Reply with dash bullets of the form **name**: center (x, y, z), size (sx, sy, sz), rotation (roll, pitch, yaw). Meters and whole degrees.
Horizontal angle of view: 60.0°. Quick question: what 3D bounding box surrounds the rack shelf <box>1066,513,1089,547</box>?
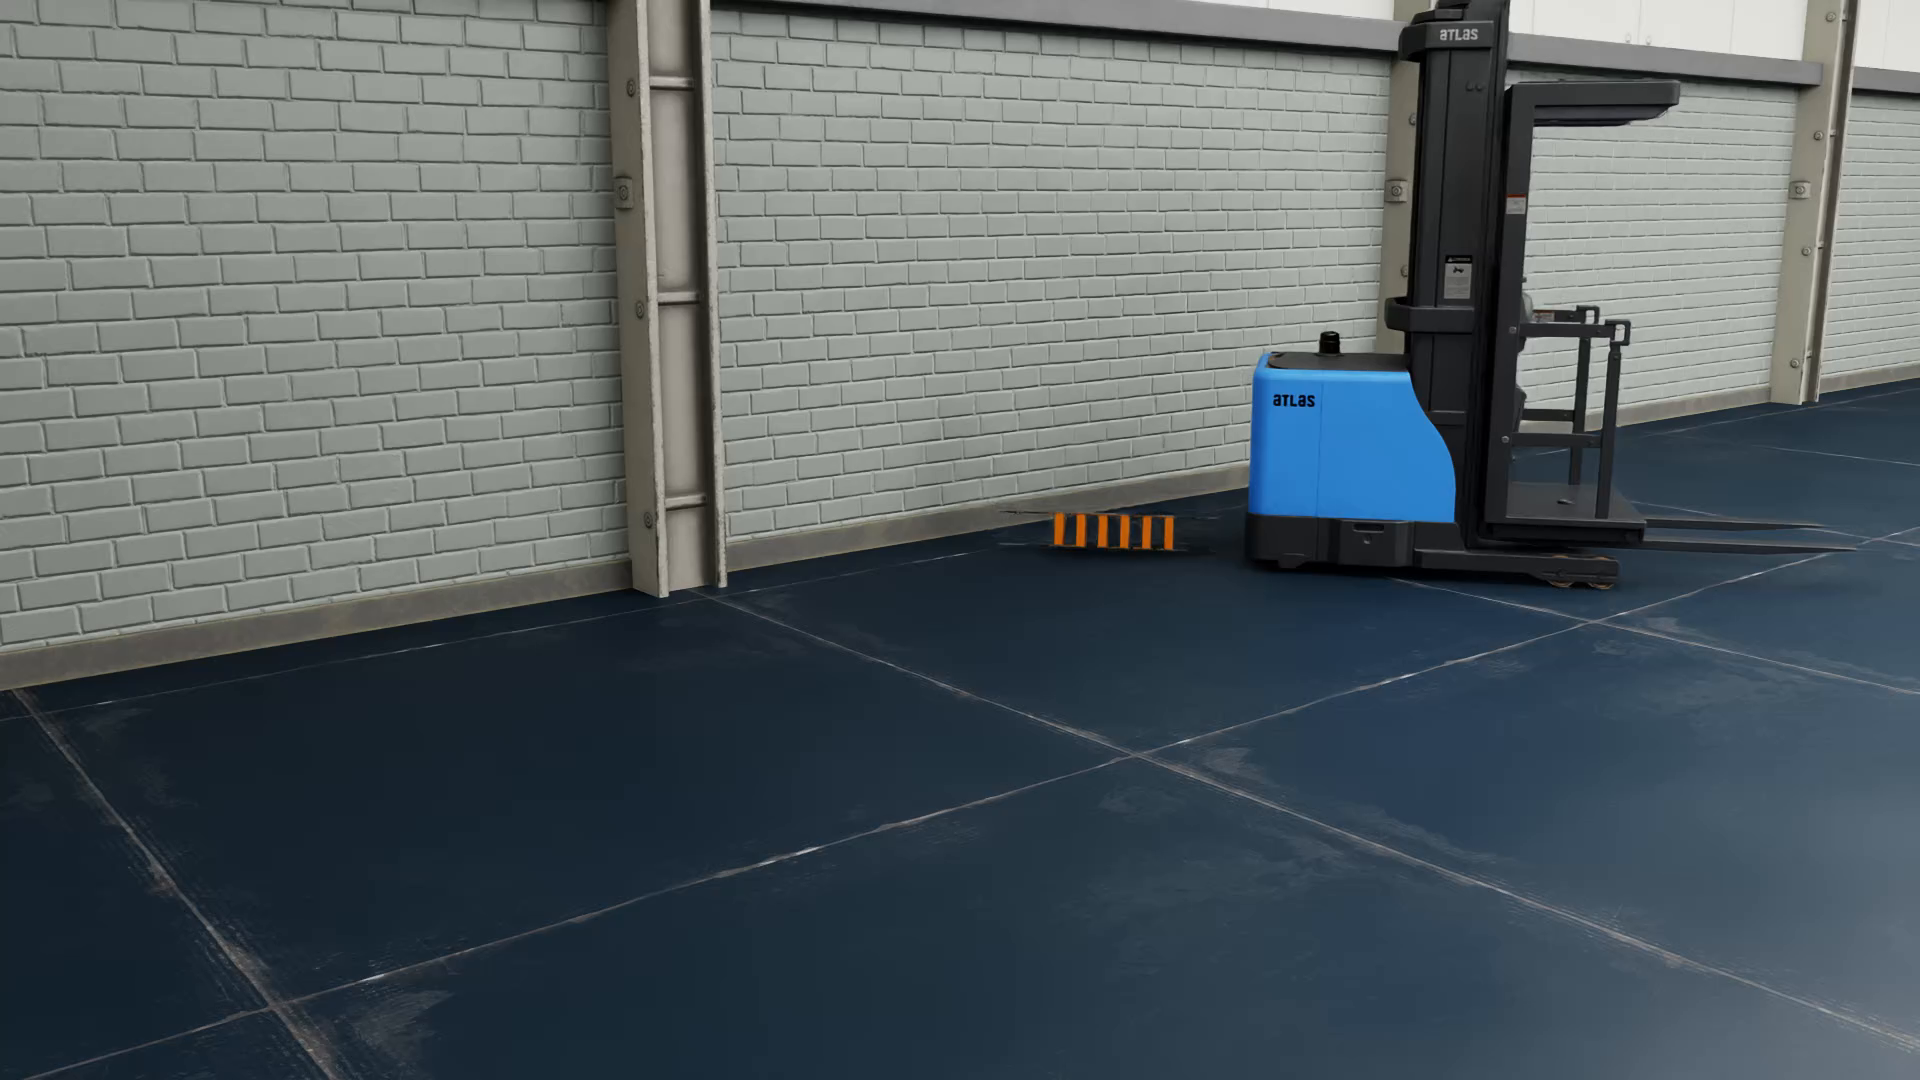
- **rack shelf**: center (0.654, -0.054, 9.239), size (0.103, 0.180, 0.258), rotation (2, -1, 7)

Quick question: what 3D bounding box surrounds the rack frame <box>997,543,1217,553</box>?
- **rack frame**: center (0.813, 0.043, 9.217), size (1.200, 0.006, 0.240), rotation (2, -1, 7)

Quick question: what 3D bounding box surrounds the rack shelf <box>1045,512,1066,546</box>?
- **rack shelf**: center (0.535, -0.058, 9.254), size (0.103, 0.180, 0.258), rotation (2, -1, 7)

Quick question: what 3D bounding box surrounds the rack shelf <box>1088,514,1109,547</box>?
- **rack shelf**: center (0.773, -0.050, 9.224), size (0.103, 0.180, 0.258), rotation (2, -1, 7)

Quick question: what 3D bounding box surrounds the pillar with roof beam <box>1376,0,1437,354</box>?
- **pillar with roof beam**: center (5.936, -4.245, 7.955), size (0.400, 9.000, 9.100), rotation (-9, 15, -38)

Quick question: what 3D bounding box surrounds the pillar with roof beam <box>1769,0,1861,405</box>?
- **pillar with roof beam**: center (10.621, -5.024, 11.622), size (0.400, 9.000, 9.100), rotation (-9, 15, -38)

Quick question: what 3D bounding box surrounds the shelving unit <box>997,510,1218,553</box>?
- **shelving unit**: center (0.817, -0.048, 9.218), size (1.200, 0.189, 0.258), rotation (2, -1, 7)

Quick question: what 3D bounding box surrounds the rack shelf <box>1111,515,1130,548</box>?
- **rack shelf**: center (0.892, -0.045, 9.208), size (0.103, 0.180, 0.258), rotation (2, -1, 7)

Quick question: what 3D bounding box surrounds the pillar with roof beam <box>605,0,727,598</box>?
- **pillar with roof beam**: center (1.251, -3.466, 4.289), size (0.400, 9.000, 9.100), rotation (-9, 15, -38)

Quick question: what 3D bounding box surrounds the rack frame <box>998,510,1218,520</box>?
- **rack frame**: center (0.820, -0.139, 9.219), size (1.200, 0.006, 0.240), rotation (2, -1, 7)

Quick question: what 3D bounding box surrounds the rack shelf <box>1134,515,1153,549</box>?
- **rack shelf**: center (1.011, -0.041, 9.193), size (0.103, 0.180, 0.258), rotation (2, -1, 7)

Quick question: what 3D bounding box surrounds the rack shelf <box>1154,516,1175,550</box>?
- **rack shelf**: center (1.130, -0.037, 9.178), size (0.103, 0.180, 0.258), rotation (2, -1, 7)

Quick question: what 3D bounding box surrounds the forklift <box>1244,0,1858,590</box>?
- **forklift**: center (3.092, -1.303, 8.709), size (3.031, 2.935, 1.130), rotation (3, 12, 12)
